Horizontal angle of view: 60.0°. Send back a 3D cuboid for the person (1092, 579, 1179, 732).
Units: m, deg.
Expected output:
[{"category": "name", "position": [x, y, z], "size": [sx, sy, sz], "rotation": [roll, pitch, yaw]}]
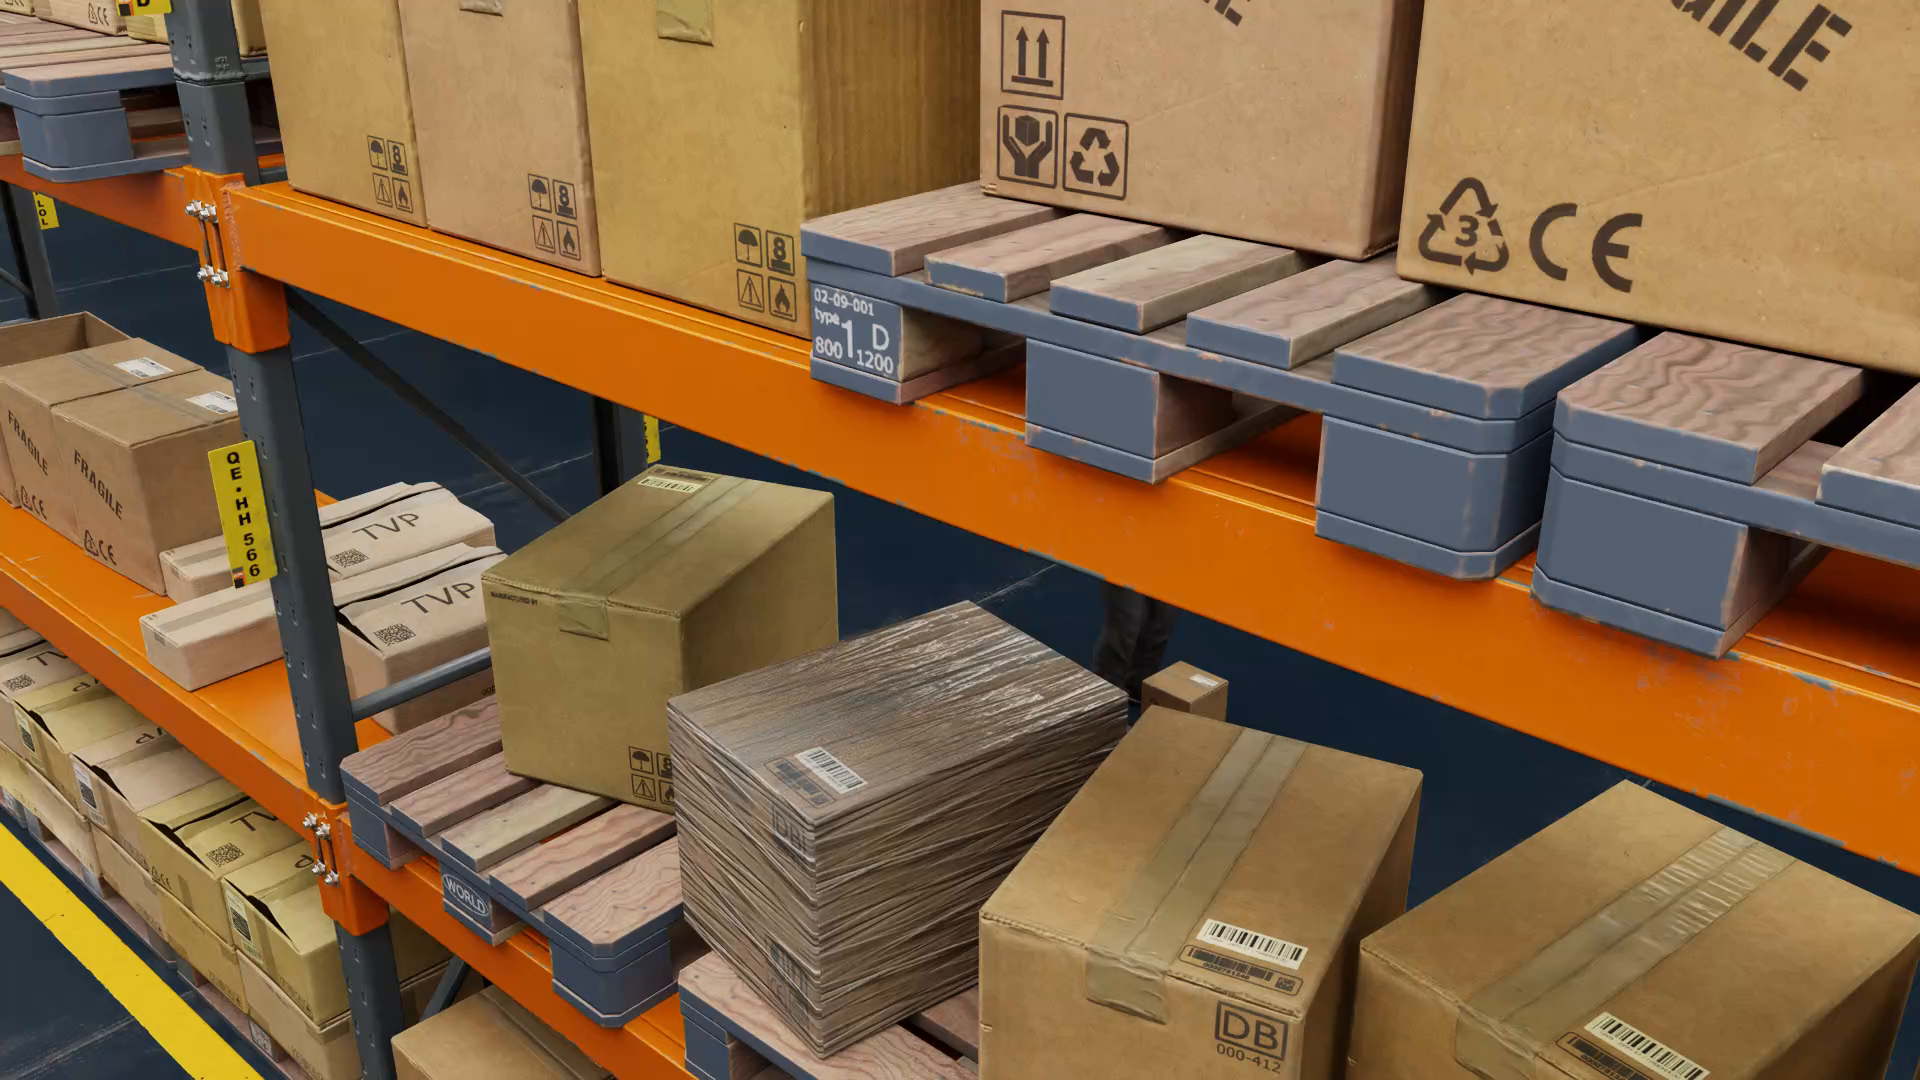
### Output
[{"category": "person", "position": [0.734, -0.018, 6.650], "size": [0.352, 1.654, 0.530], "rotation": [18, 30, 34]}]
